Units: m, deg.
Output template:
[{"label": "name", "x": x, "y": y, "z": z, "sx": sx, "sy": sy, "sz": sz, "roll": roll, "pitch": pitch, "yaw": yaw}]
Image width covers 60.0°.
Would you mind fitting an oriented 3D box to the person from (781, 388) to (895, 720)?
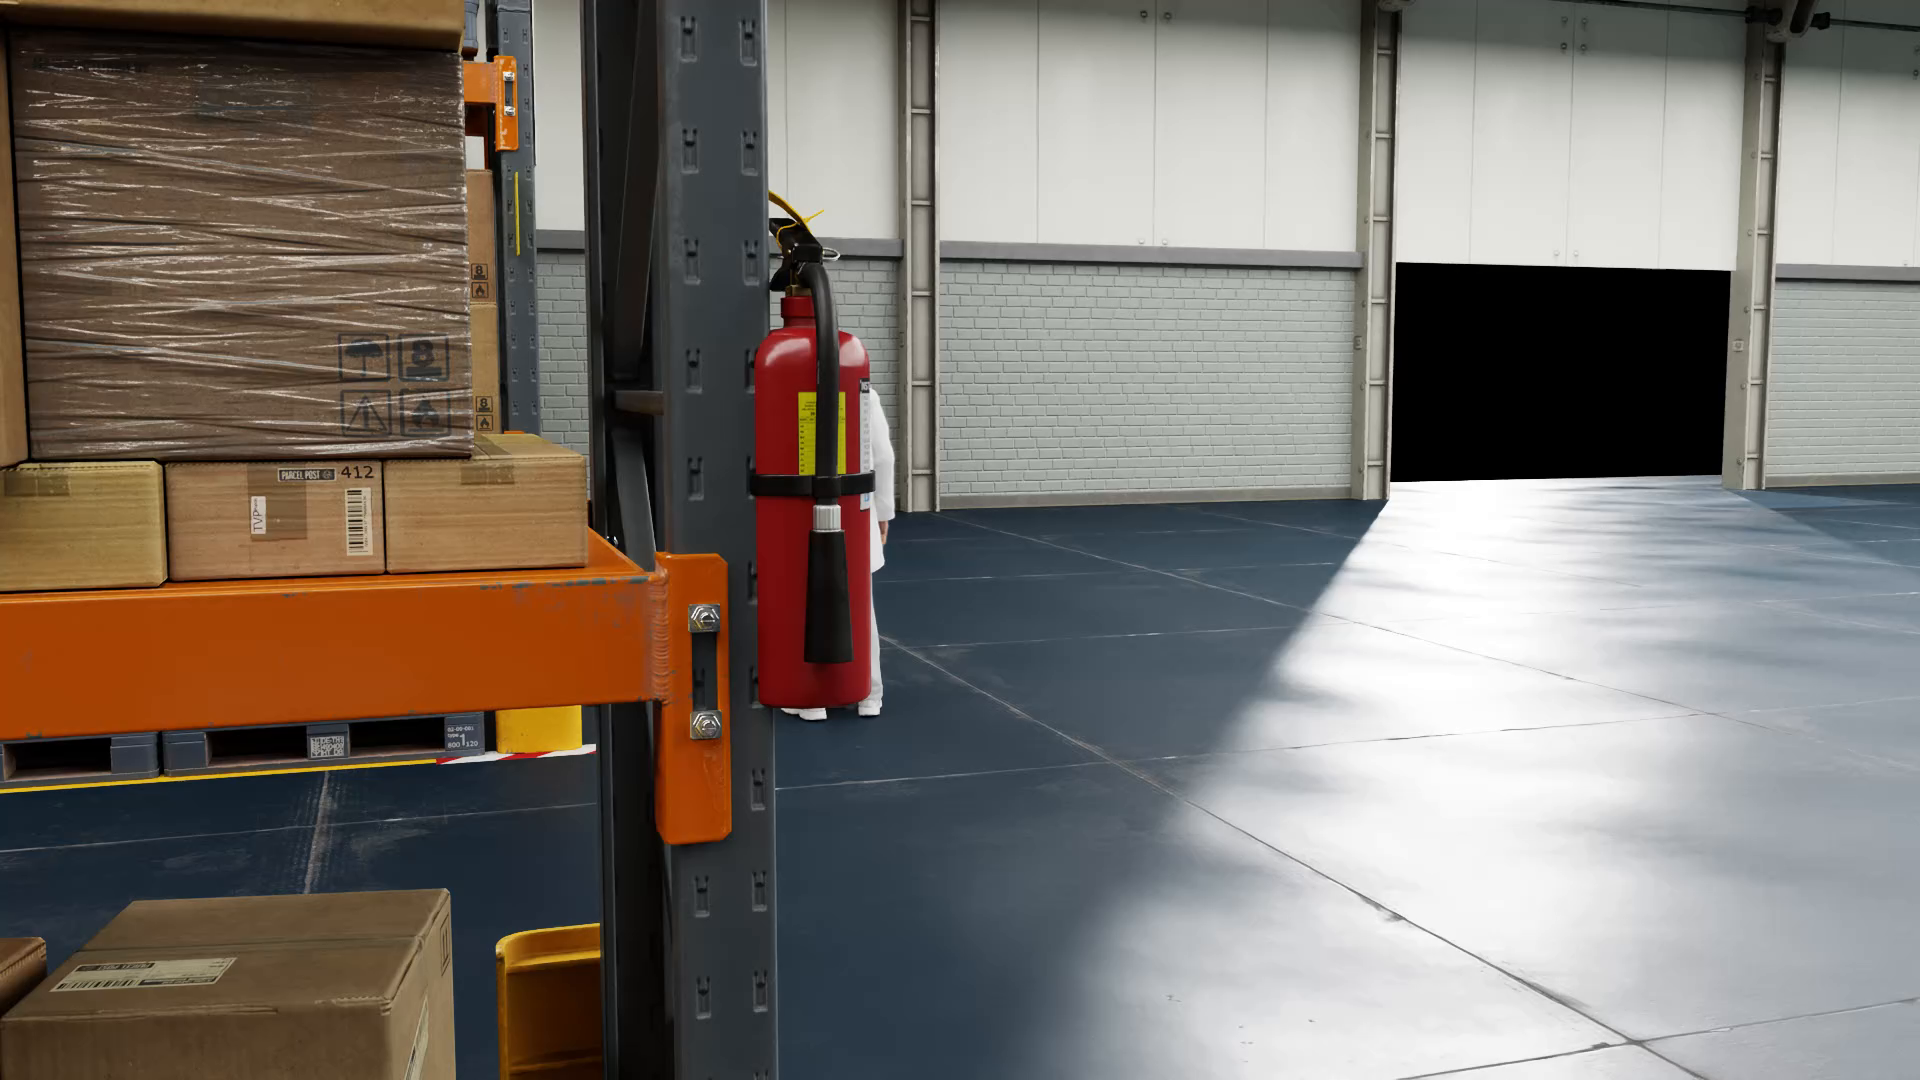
[{"label": "person", "x": -0.607, "y": -0.080, "z": 7.576, "sx": 0.654, "sy": 1.774, "sz": 0.415, "roll": -2, "pitch": 6, "yaw": -20}]
